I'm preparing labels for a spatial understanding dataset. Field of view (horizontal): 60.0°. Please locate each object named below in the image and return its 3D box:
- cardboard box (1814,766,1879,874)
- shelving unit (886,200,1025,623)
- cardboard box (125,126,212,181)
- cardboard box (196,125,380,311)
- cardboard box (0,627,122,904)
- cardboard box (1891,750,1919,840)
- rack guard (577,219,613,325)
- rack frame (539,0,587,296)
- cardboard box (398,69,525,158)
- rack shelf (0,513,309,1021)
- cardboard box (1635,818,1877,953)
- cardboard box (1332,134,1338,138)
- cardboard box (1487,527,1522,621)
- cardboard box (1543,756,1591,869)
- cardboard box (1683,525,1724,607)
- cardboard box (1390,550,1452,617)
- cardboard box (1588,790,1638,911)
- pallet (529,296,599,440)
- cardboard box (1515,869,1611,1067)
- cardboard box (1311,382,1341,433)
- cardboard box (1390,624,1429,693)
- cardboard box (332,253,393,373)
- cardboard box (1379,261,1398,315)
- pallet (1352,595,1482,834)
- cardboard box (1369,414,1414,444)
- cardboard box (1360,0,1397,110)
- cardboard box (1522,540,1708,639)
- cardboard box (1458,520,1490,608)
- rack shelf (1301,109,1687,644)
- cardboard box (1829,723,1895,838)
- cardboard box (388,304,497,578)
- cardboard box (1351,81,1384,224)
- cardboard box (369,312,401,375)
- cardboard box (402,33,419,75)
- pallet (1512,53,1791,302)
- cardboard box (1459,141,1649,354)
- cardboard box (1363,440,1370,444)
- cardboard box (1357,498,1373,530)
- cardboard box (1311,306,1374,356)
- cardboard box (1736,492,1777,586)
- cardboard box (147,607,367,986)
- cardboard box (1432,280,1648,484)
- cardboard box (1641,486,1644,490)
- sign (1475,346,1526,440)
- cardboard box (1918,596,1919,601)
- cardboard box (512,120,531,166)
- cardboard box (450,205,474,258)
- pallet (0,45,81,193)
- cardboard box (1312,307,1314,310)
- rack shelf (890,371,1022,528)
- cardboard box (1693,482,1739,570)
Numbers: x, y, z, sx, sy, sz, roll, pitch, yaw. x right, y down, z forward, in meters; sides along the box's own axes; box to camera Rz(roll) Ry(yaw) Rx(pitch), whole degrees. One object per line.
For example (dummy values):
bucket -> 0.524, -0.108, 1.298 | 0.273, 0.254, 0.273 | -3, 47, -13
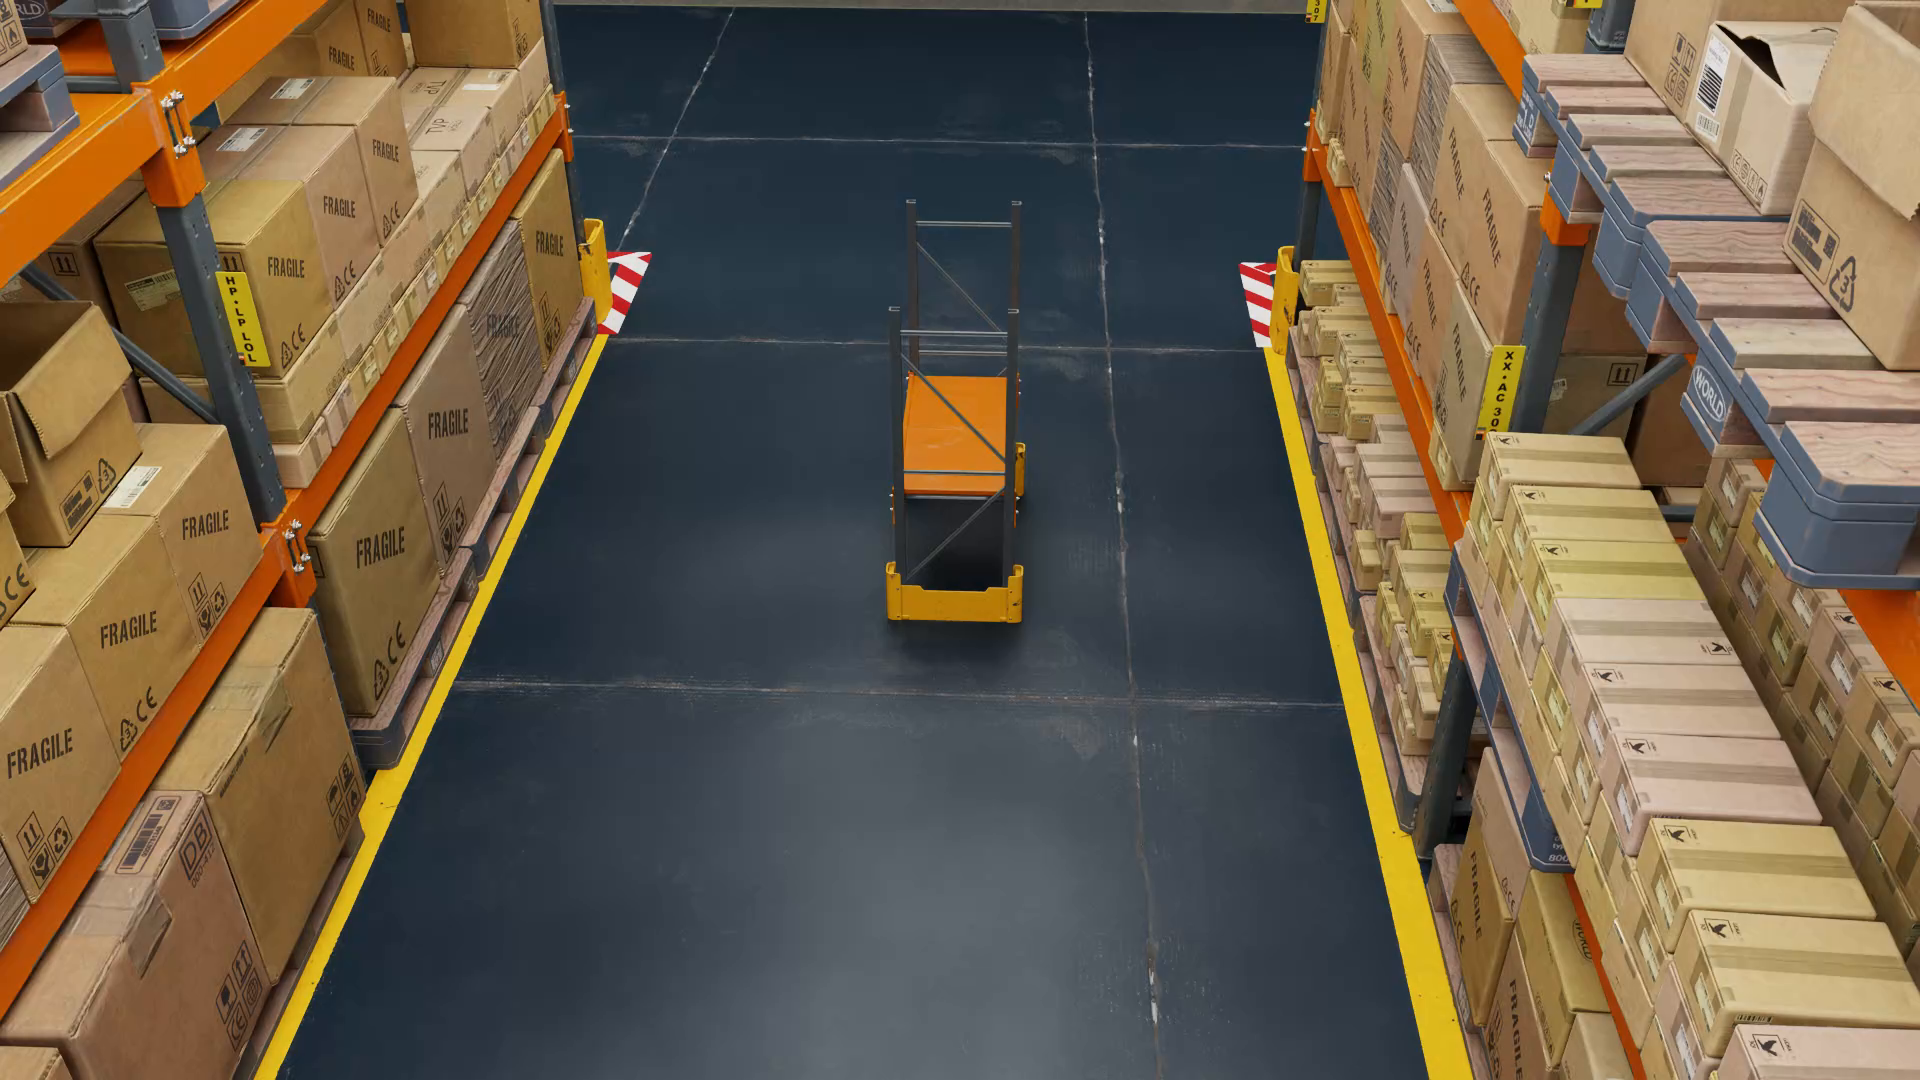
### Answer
cardboard box -> 2.318, 0.682, 4.024 | 0.380, 0.149, 0.250 | 0, 35, 0
shelving unit -> -0.003, -0.570, 7.256 | 0.587, 1.500, 1.083 | 1, 35, 2
cardboard box -> -3.002, -1.176, 6.034 | 0.500, 0.500, 0.500 | 2, 35, 2
cardboard box -> -2.475, -1.170, 6.025 | 0.500, 0.500, 0.500 | 1, 35, 2
cardboard box -> -2.564, 0.568, 4.246 | 0.500, 0.500, 0.500 | 1, 35, 1
cardboard box -> 2.300, 0.593, 3.633 | 0.380, 0.149, 0.250 | 0, 35, 0
rack guard -> -2.616, -1.540, 9.506 | 1.175, 0.500, 0.348 | 1, 35, 2
rack frame -> -2.617, -2.549, 8.768 | 1.000, 3.000, 0.127 | 1, 35, 2
cardboard box -> -2.392, -2.033, 7.906 | 0.500, 0.250, 0.500 | 1, 35, 1
rack shelf -> -2.858, 1.193, 4.070 | 1.077, 0.370, 4.000 | 1, 35, 2
cardboard box -> 1.641, 0.723, 3.448 | 0.380, 0.149, 0.250 | 2, 35, 3
cardboard box -> 2.025, -1.948, 8.131 | 0.380, 0.149, 0.250 | 3, 35, 4
cardboard box -> 1.690, 0.096, 4.600 | 0.380, 0.149, 0.250 | 1, 35, 1
cardboard box -> 1.659, 0.662, 4.053 | 0.380, 0.149, 0.250 | 0, 35, 0
cardboard box -> 2.356, 0.086, 4.873 | 0.380, 0.149, 0.250 | 1, 35, 1
cardboard box -> 1.902, 0.172, 6.494 | 0.380, 0.149, 0.250 | 1, 35, 1
cardboard box -> 1.651, 0.701, 3.739 | 0.380, 0.149, 0.250 | 1, 35, 1
pallet -> -2.571, -0.947, 8.914 | 1.003, 0.211, 1.213 | 1, 35, 2
cardboard box -> 1.862, 1.190, 4.604 | 0.500, 0.250, 0.500 | 2, 35, 3
cardboard box -> 1.942, -0.649, 8.178 | 0.380, 0.149, 0.250 | 2, 35, 2
cardboard box -> 1.868, 0.451, 6.355 | 0.380, 0.149, 0.250 | 0, 35, 0
cardboard box -> -2.472, -0.861, 6.237 | 0.500, 0.250, 0.500 | 1, 35, 2
cardboard box -> 1.943, -1.045, 6.846 | 0.380, 0.149, 0.250 | 2, 35, 3
pallet -> 2.166, 0.676, 6.604 | 1.003, 0.211, 1.213 | 1, 35, 2
cardboard box -> 2.027, -0.429, 7.348 | 0.380, 0.149, 0.250 | 1, 35, 2
cardboard box -> 1.995, -2.108, 6.925 | 0.500, 0.500, 0.500 | 1, 35, 1
cardboard box -> 1.681, 0.133, 4.288 | 0.380, 0.149, 0.250 | 2, 35, 2
cardboard box -> 1.699, 0.069, 4.897 | 0.380, 0.149, 0.250 | 0, 35, 0
rack shelf -> 2.255, -0.933, 7.094 | 1.077, 0.370, 4.000 | 1, 35, 2
cardboard box -> 2.315, 0.565, 3.932 | 0.380, 0.149, 0.250 | 0, 35, -1
cardboard box -> -2.635, -0.448, 7.261 | 0.875, 0.875, 0.875 | 1, 35, 2
cardboard box -> 2.012, -1.698, 7.212 | 0.500, 0.500, 0.500 | 2, 35, 3
cardboard box -> -2.404, -0.764, 6.446 | 0.380, 0.149, 0.250 | 0, 35, 1
cardboard box -> -2.906, -2.340, 8.342 | 0.500, 0.250, 0.500 | 0, 35, 1
pallet -> 2.043, -0.876, 3.943 | 1.213, 0.211, 1.003 | 1, 35, 2
cardboard box -> 1.923, -0.926, 5.244 | 0.500, 0.500, 0.500 | 0, 35, 0
cardboard box -> 2.065, -0.453, 7.642 | 0.380, 0.149, 0.250 | 3, 35, 4
cardboard box -> 1.969, -0.060, 7.340 | 0.380, 0.149, 0.250 | 2, 35, 3
cardboard box -> 1.945, -1.029, 8.202 | 0.380, 0.149, 0.250 | 1, 35, 2
cardboard box -> 2.343, -0.001, 4.479 | 0.380, 0.149, 0.250 | 0, 35, 0
cardboard box -> -2.783, 0.815, 5.464 | 1.225, 0.875, 0.875 | 1, 35, 2
cardboard box -> 1.911, -0.525, 5.543 | 0.500, 0.500, 0.500 | 1, 35, 2
cardboard box -> 2.449, -0.281, 5.759 | 0.380, 0.149, 0.250 | 2, 35, 3
sign -> 1.632, -0.440, 5.015 | 0.100, 0.325, 0.005 | 1, 35, 2
cardboard box -> 1.814, 0.043, 2.384 | 0.500, 0.500, 0.500 | 1, 35, 2
cardboard box -> -2.322, -1.940, 8.120 | 0.380, 0.149, 0.250 | 1, 35, 2
cardboard box -> -2.364, -1.356, 7.289 | 0.380, 0.149, 0.250 | 2, 35, 3
pallet -> -2.765, -0.872, 3.939 | 0.805, 0.209, 1.217 | 0, 35, 0
cardboard box -> 2.057, -1.208, 8.716 | 0.380, 0.149, 0.250 | 3, 35, 4
rack shelf -> -0.003, -0.417, 7.352 | 0.538, 0.185, 1.000 | 1, 35, 2
cardboard box -> 2.356, -0.036, 4.787 | 0.380, 0.149, 0.250 | 2, 35, 3
